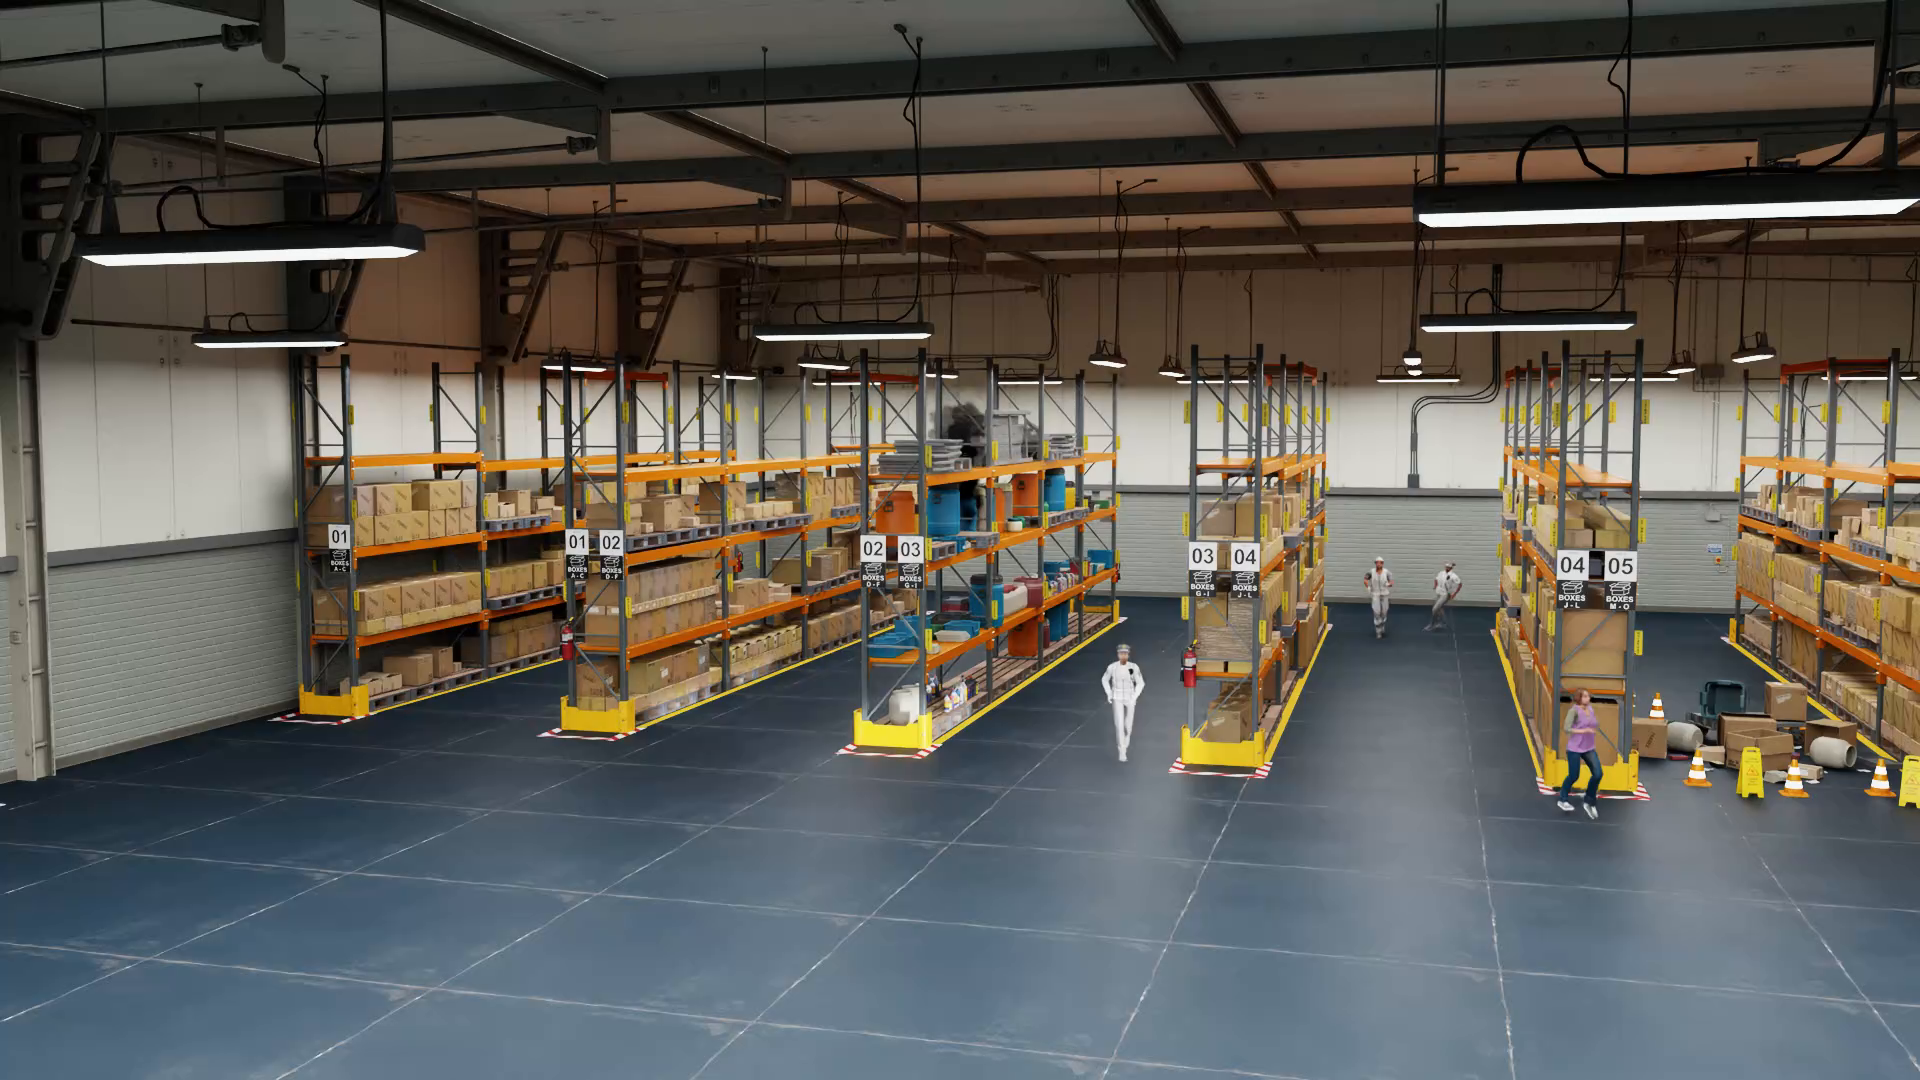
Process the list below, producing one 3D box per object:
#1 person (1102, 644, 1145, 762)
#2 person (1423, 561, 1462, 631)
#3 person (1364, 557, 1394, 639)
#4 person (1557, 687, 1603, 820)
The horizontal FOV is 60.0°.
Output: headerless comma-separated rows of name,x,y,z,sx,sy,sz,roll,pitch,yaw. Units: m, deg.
person,2.391,2.357,24.392,0.623,1.701,0.768,0,4,3
person,11.190,1.292,38.545,0.755,1.653,0.749,-3,5,-31
person,9.466,1.289,37.545,0.647,1.829,0.786,0,4,5
person,7.738,2.656,20.724,0.535,1.644,0.633,-2,5,-19
